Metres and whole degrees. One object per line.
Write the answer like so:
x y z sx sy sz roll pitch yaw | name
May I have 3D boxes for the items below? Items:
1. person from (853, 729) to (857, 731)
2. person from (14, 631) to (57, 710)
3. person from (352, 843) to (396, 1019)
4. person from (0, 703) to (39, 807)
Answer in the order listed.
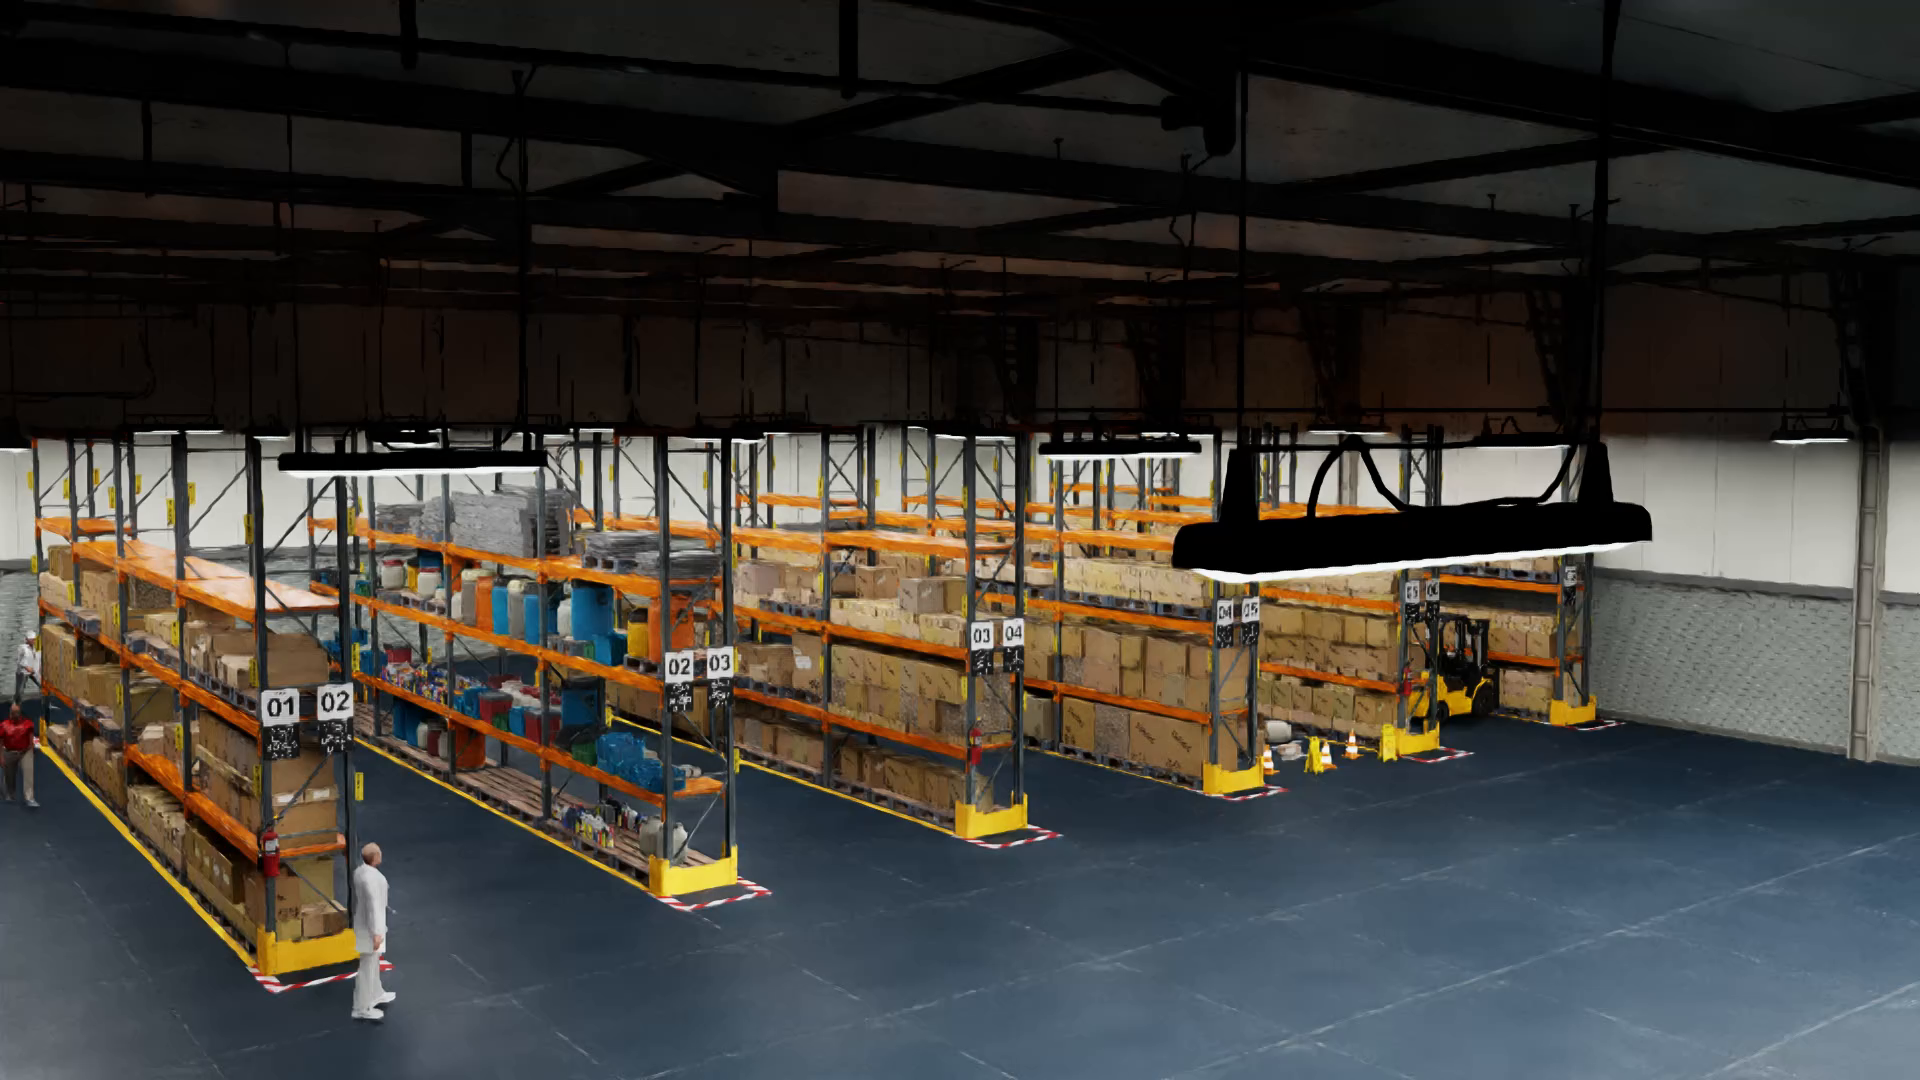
-2.185 2.882 32.922 0.567 1.734 1.044 -3 6 -37 | person
-19.476 2.736 34.833 0.810 1.712 0.689 3 5 35 | person
-6.150 4.059 17.437 0.526 1.779 0.670 -3 5 -32 | person
-15.049 3.411 26.514 0.542 1.645 1.126 -3 5 -34 | person
